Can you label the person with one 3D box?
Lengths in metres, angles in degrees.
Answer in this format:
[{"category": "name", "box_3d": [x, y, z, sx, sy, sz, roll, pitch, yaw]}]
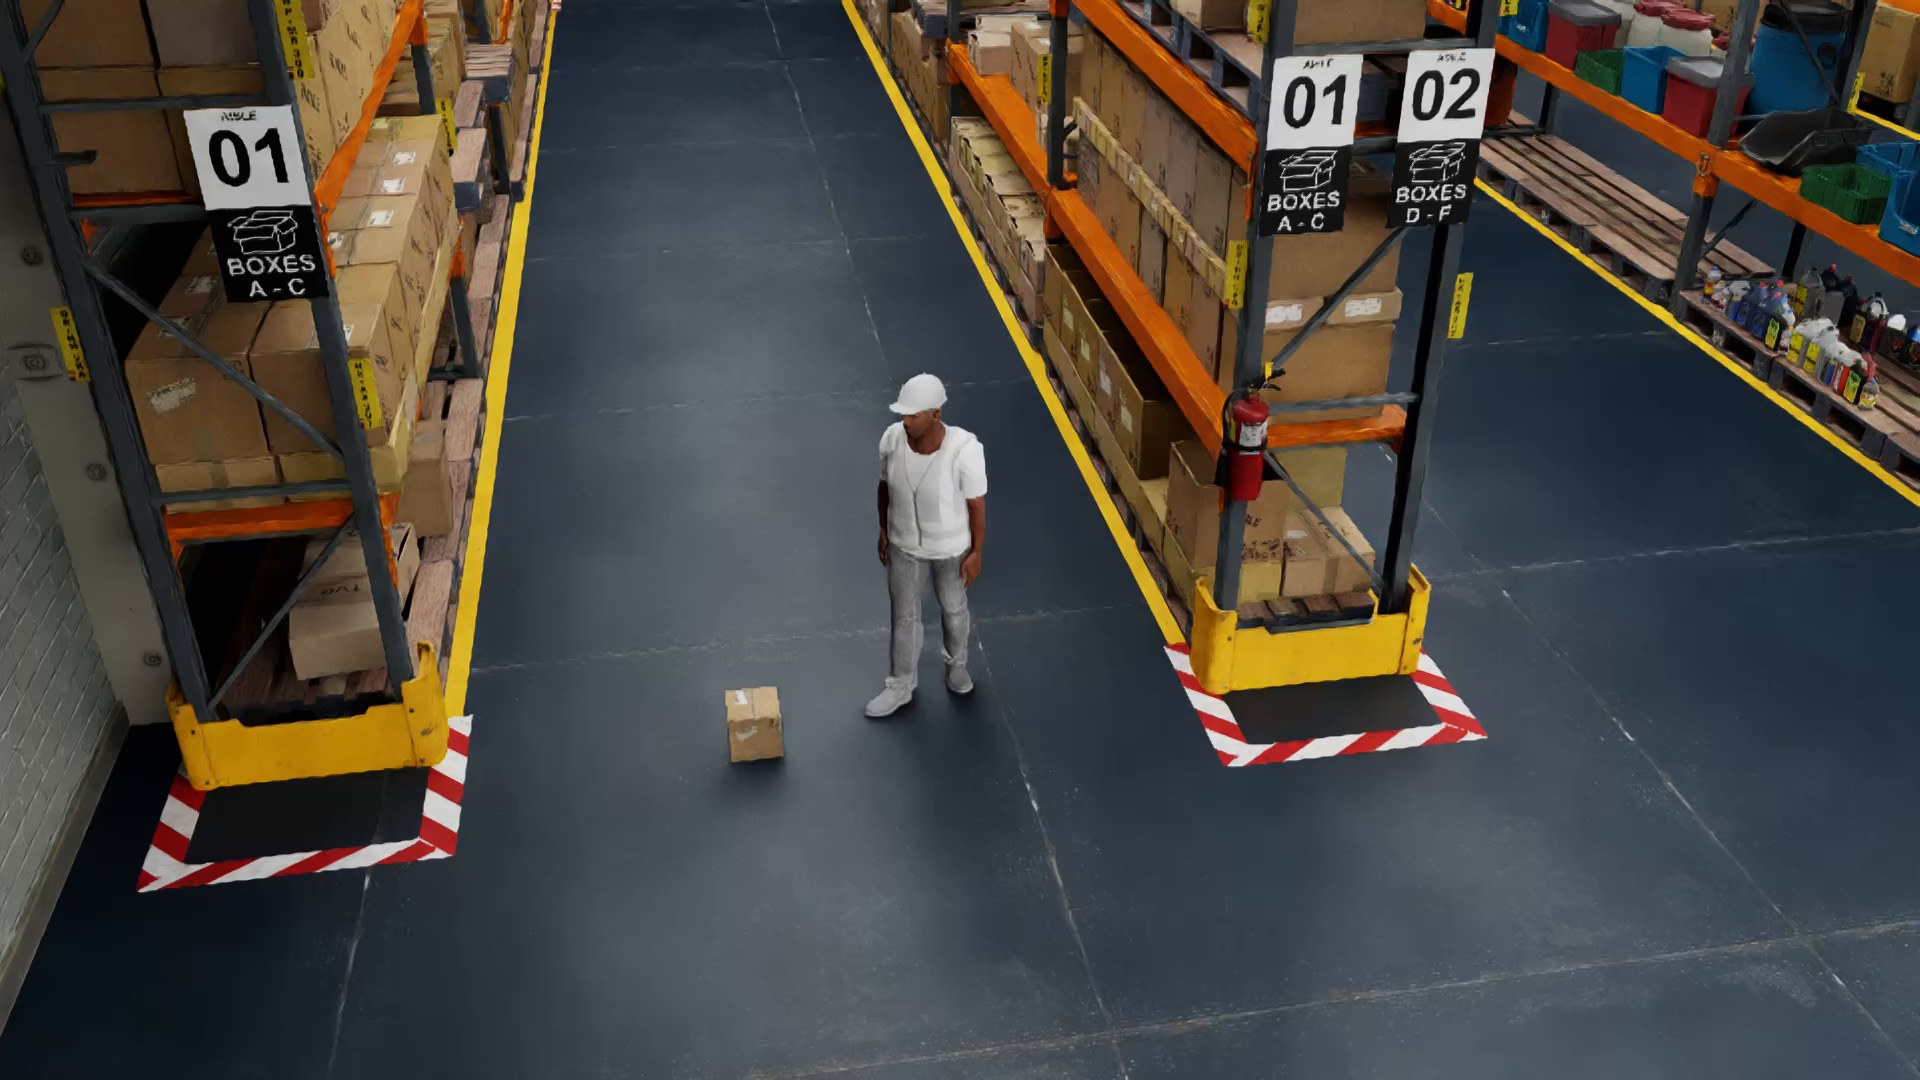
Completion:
[{"category": "person", "box_3d": [-0.164, 0.032, 8.051, 0.570, 1.769, 0.601, 9, 32, 15]}]
